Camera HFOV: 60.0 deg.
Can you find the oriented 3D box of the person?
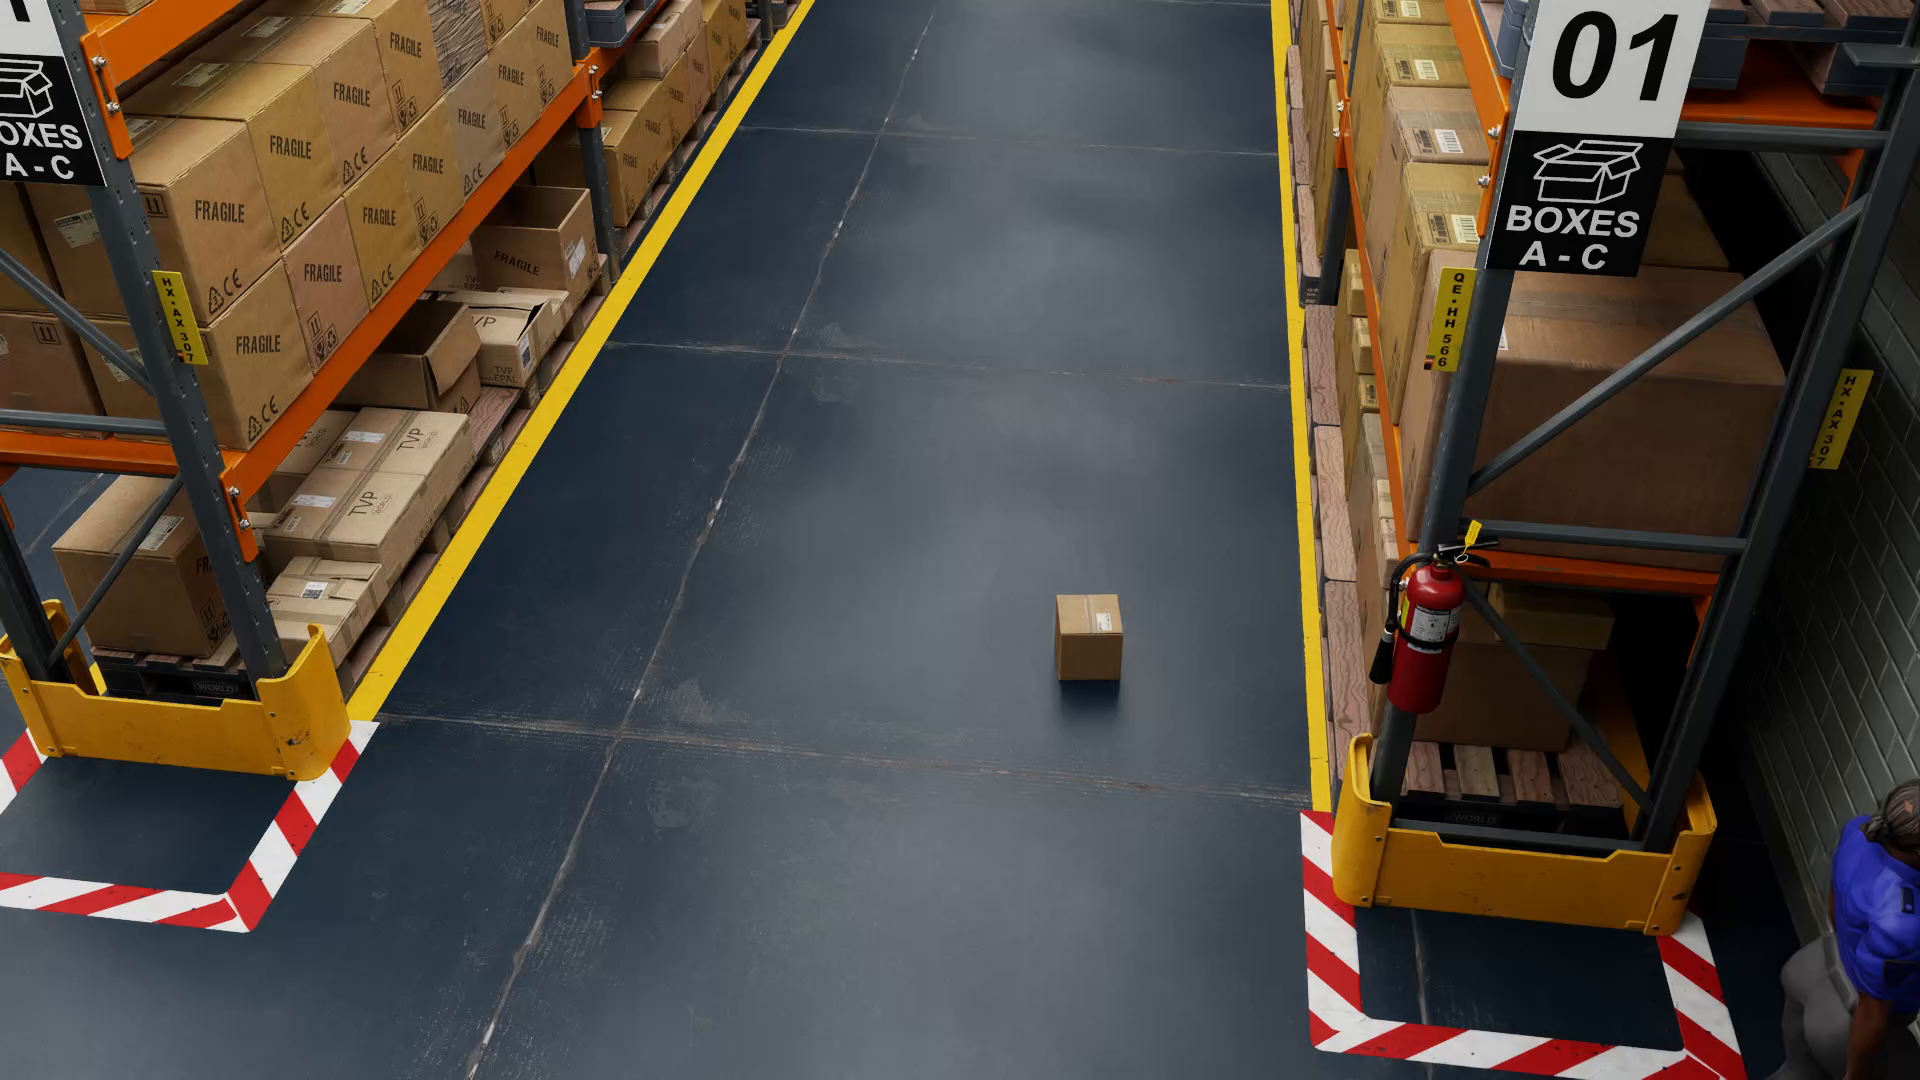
[{"bbox_3d":[2.423,1.262,4.426,0.431,1.668,0.495,4,37,6],"label":"person"}]
